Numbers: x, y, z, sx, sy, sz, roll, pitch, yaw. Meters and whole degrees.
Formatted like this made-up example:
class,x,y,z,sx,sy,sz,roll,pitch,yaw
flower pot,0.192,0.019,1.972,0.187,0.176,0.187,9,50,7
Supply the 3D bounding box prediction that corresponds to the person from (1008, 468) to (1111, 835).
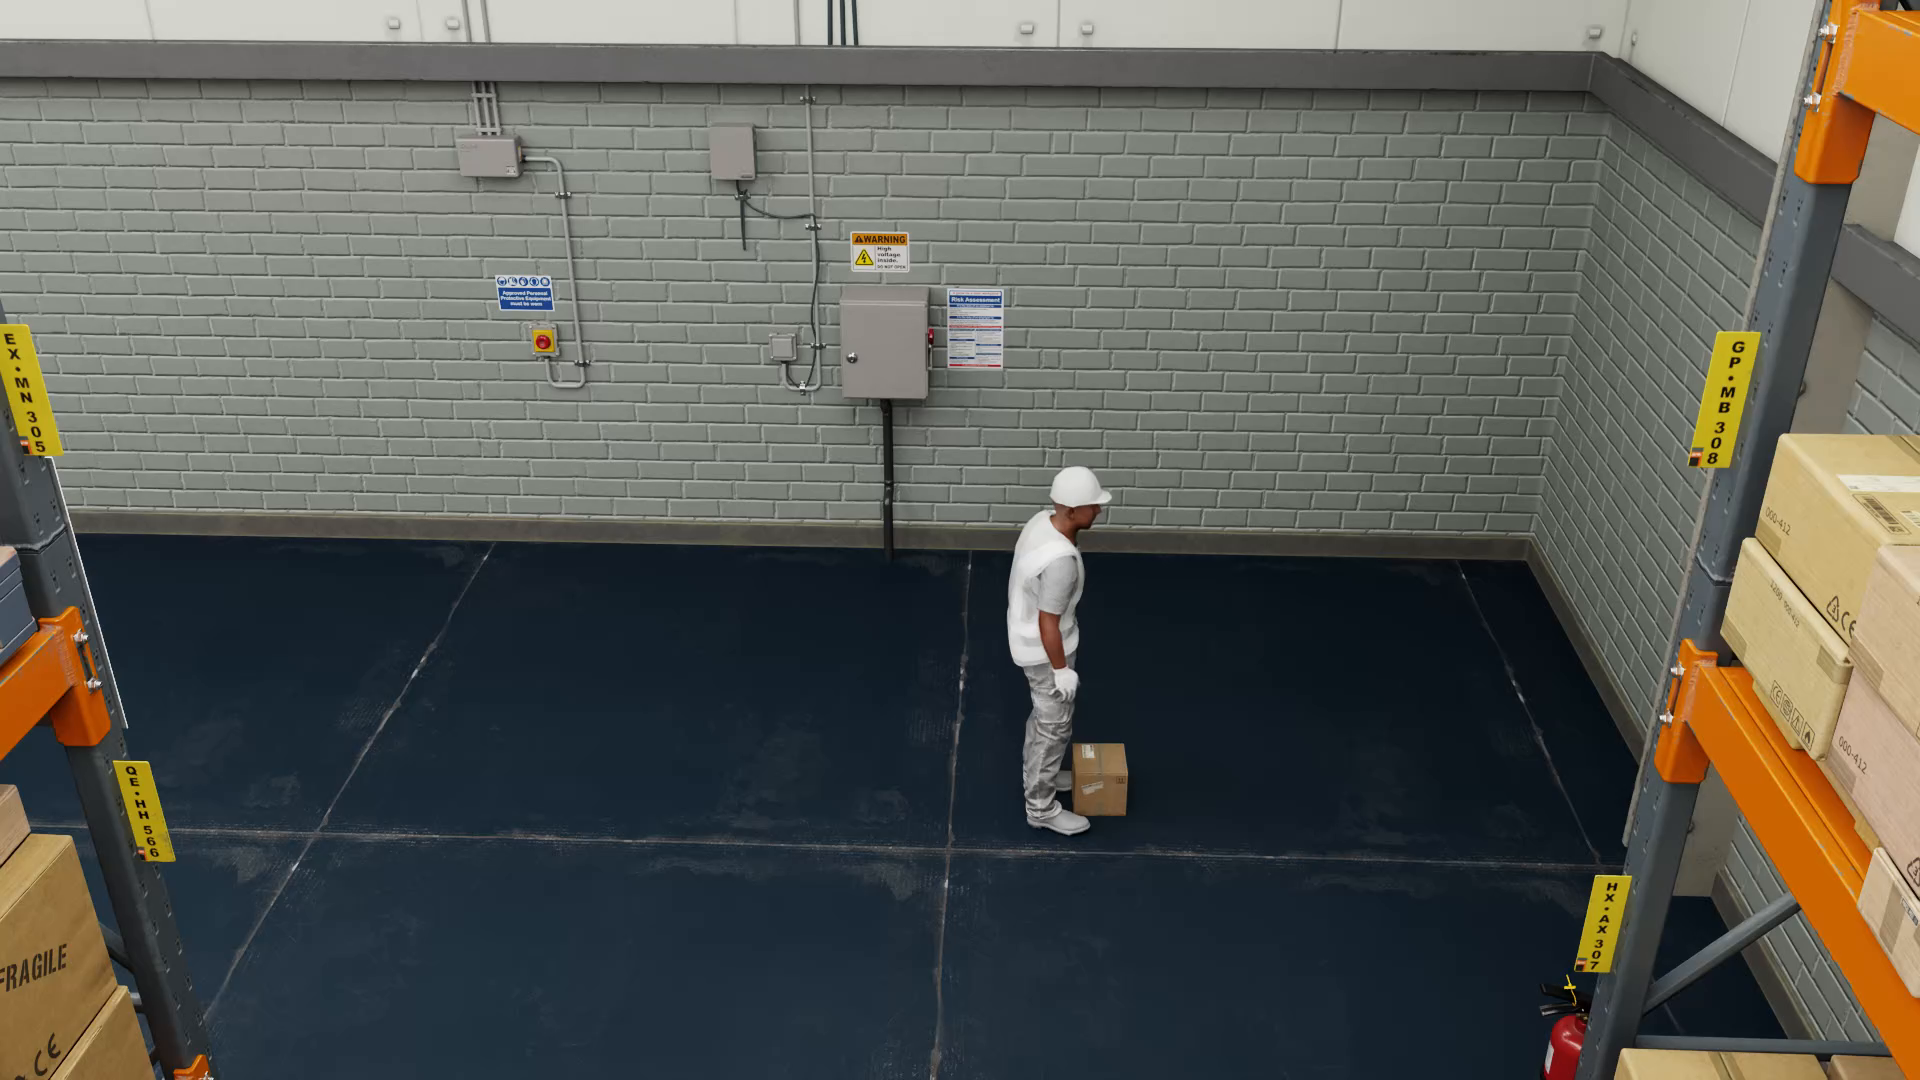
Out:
class,x,y,z,sx,sy,sz,roll,pitch,yaw
person,0.442,0.488,7.679,0.446,1.775,0.617,1,28,2
